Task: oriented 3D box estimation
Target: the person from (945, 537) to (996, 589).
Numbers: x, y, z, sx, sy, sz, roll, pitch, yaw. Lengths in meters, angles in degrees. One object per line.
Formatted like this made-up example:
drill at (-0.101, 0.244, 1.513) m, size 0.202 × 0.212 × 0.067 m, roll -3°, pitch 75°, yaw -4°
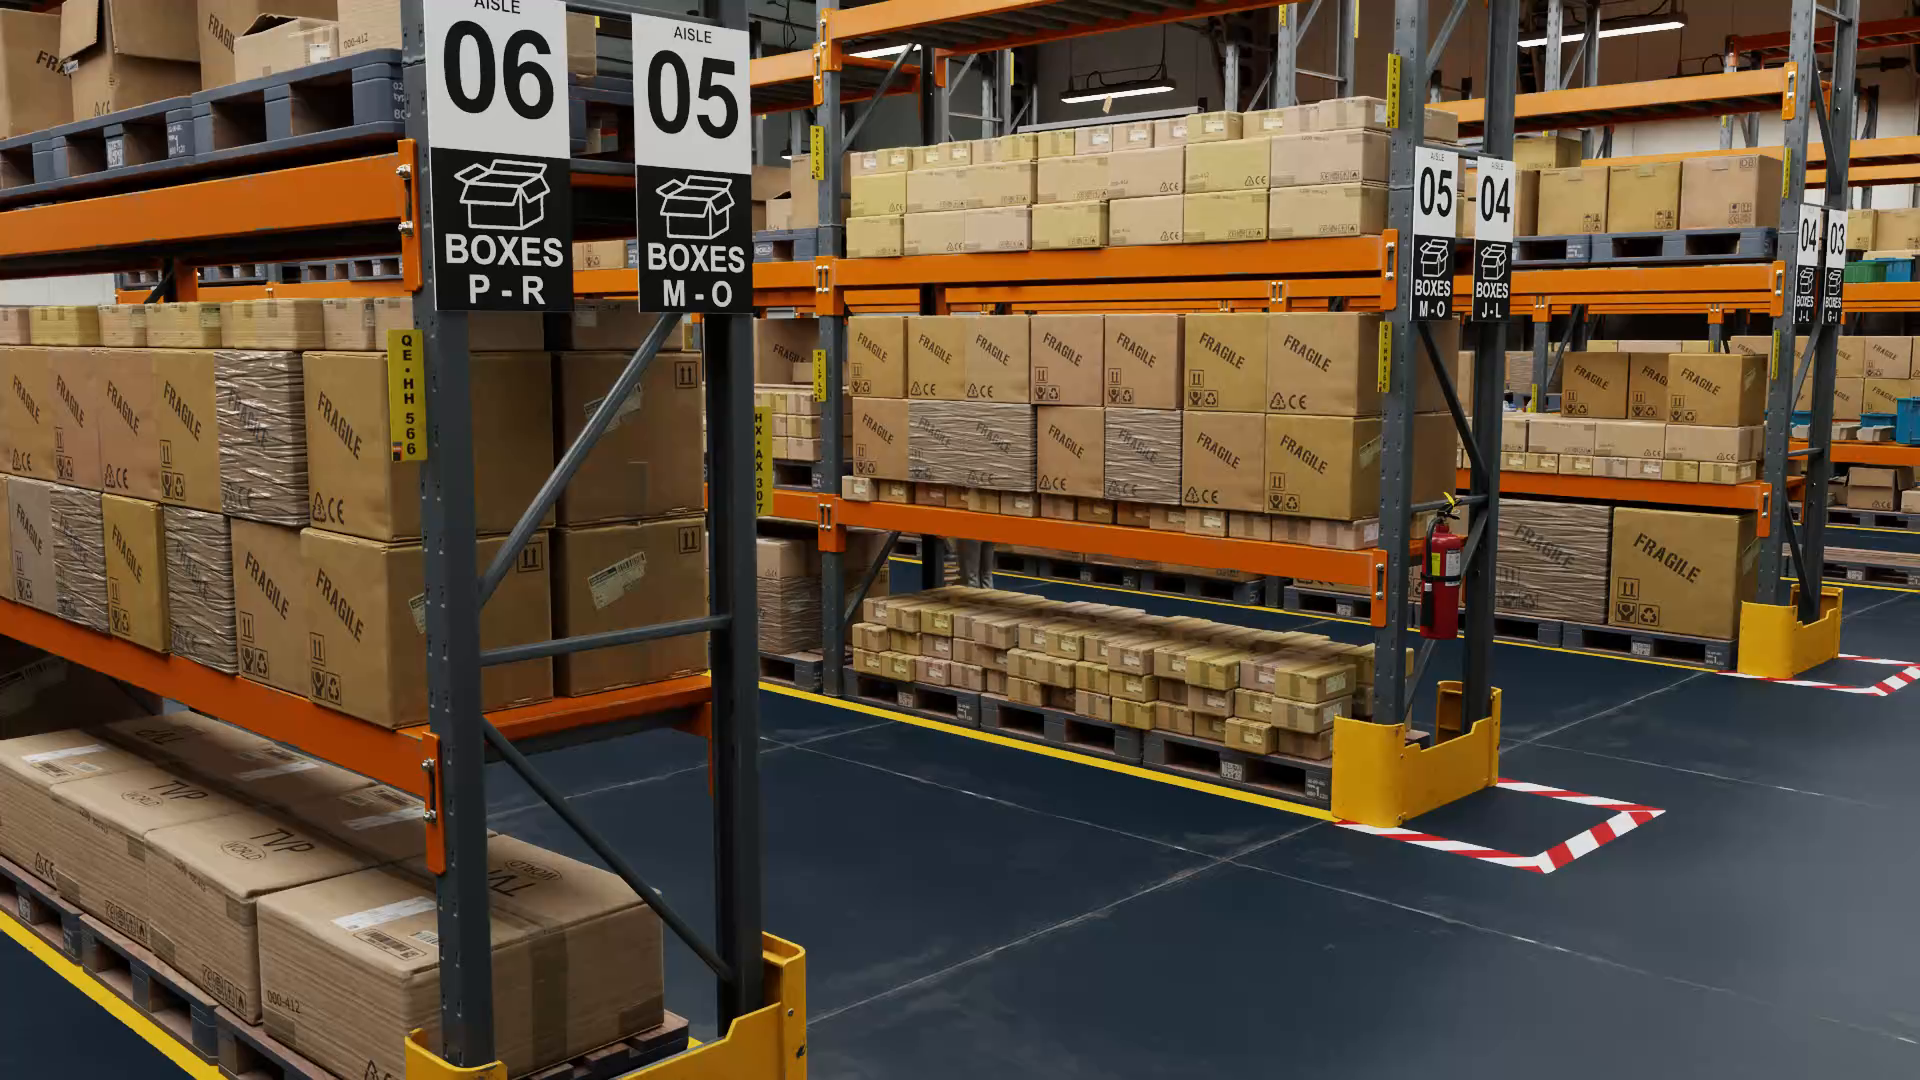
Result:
person at (0.084, -0.080, 12.696) m, size 0.539 × 1.696 × 0.570 m, roll 7°, pitch 10°, yaw 43°
